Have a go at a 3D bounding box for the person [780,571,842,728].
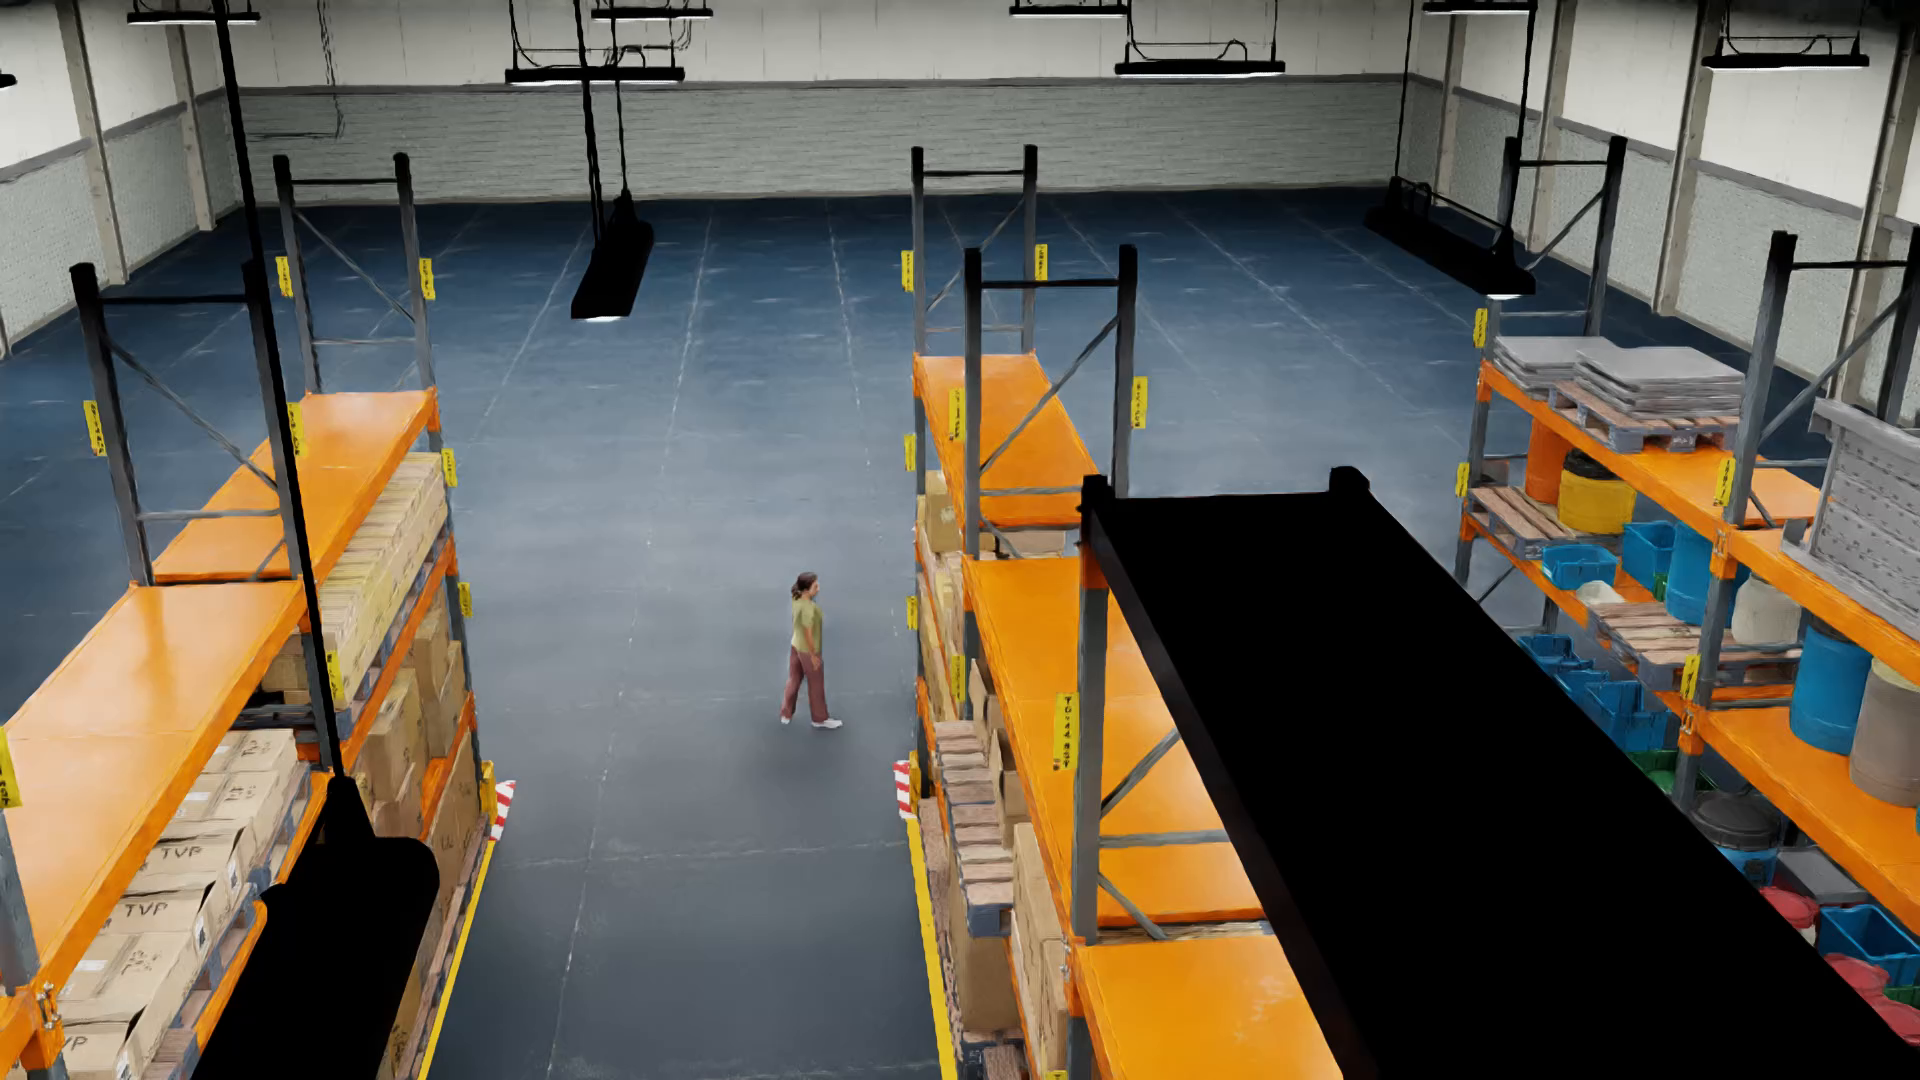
[{"bbox_3d":[-1.549,1.082,16.659,0.552,1.673,0.584,-11,24,-25],"label":"person"}]
